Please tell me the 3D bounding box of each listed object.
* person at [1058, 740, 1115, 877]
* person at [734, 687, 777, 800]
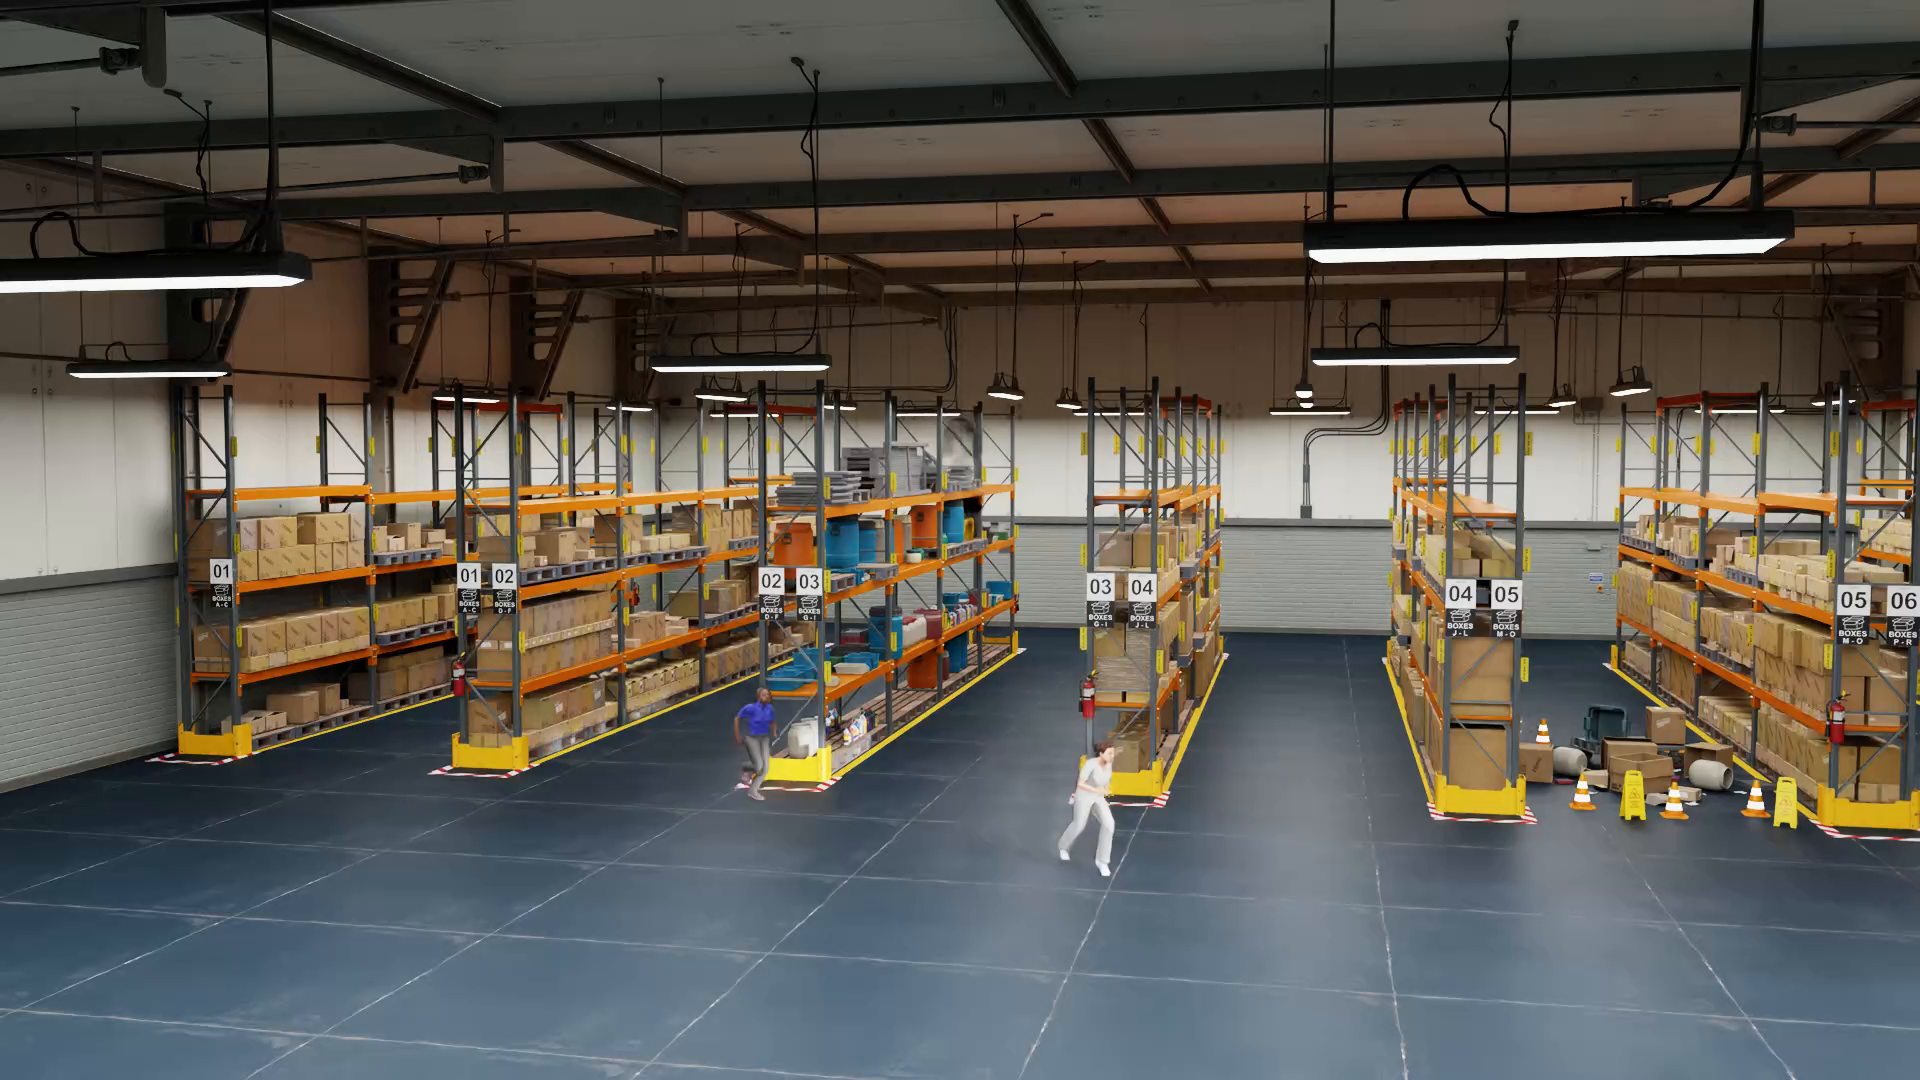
[{"bbox_3d":[1.504,3.131,19.722,0.606,1.624,0.952,-3,4,-38],"label":"person"},{"bbox_3d":[-2.883,2.895,23.676,0.614,1.607,0.651,-3,4,-41],"label":"person"}]
